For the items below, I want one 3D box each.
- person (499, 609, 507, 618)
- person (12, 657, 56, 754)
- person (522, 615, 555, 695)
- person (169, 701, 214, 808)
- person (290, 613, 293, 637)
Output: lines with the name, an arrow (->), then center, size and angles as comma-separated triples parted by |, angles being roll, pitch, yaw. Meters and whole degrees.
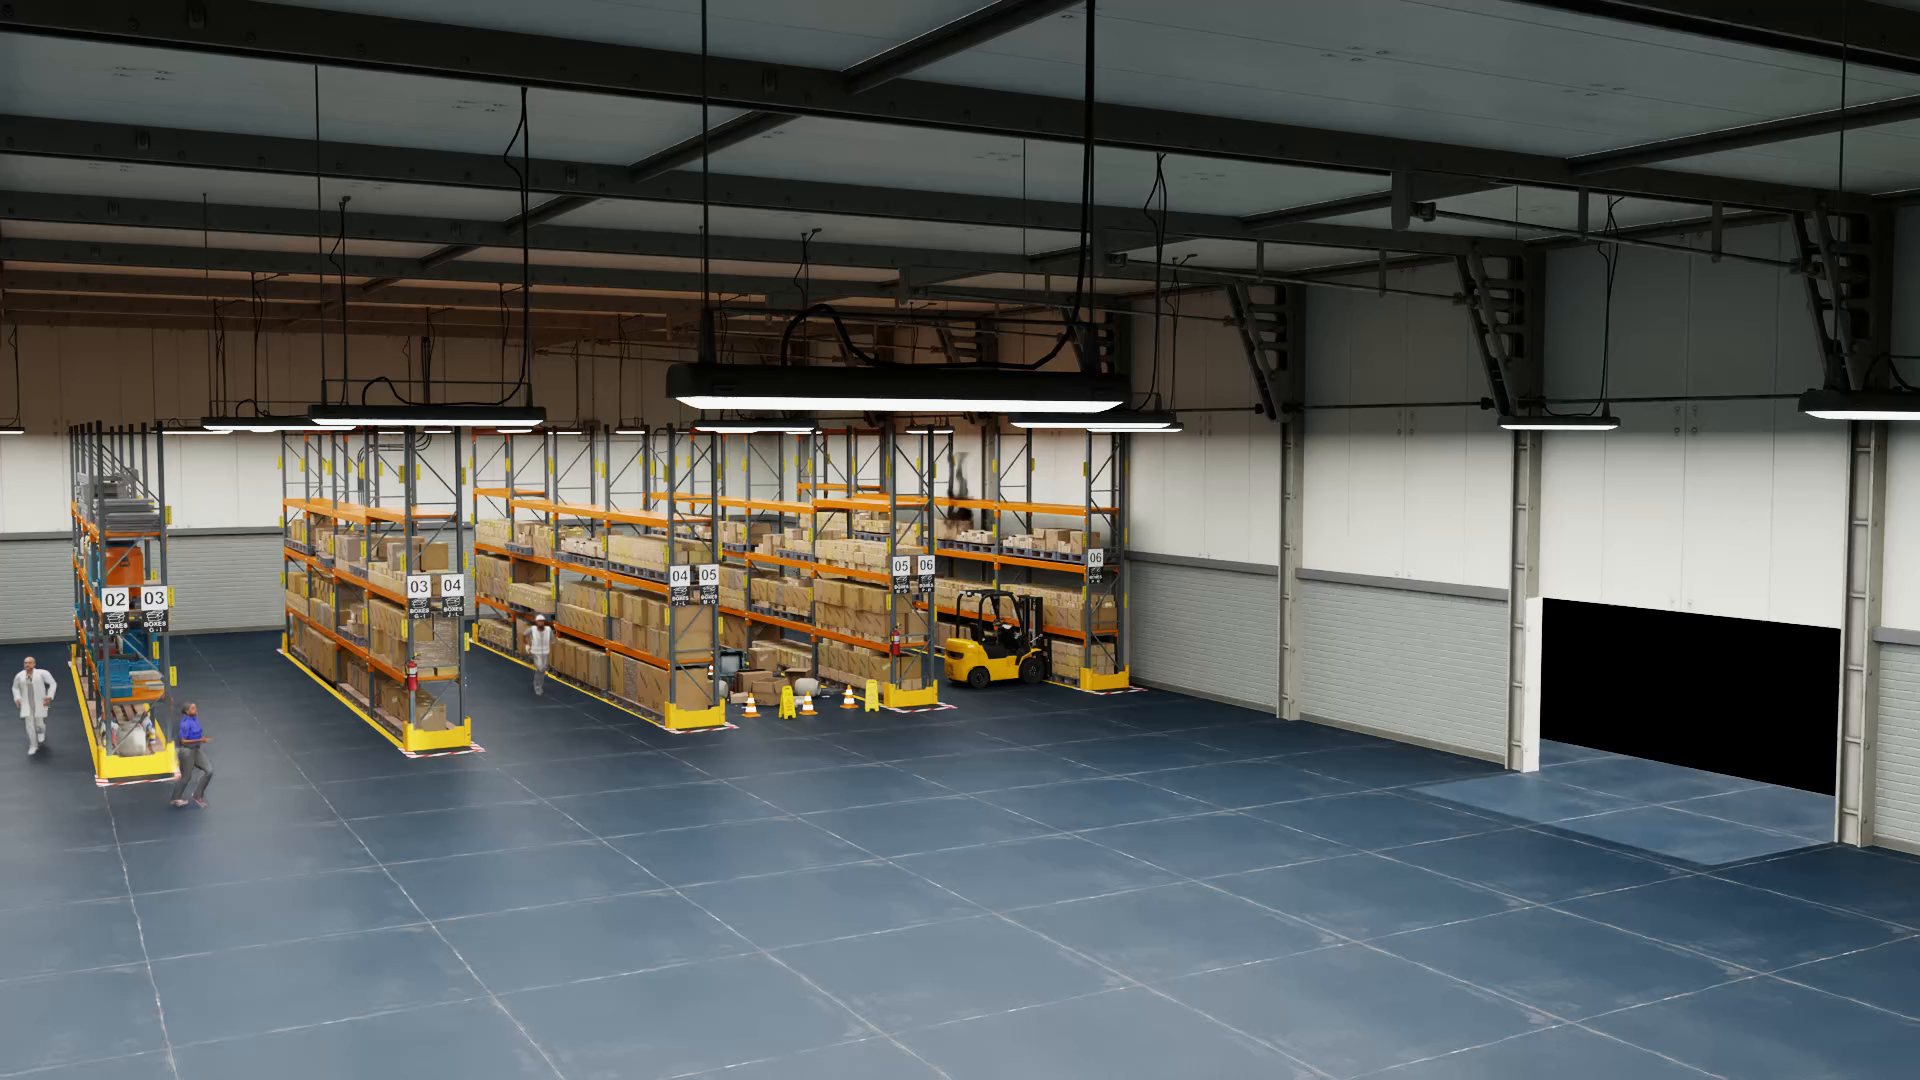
person -> -13.423, 1.810, 49.199 | 0.655, 1.803, 0.777 | 2, 4, 23
person -> -16.854, 3.033, 30.295 | 0.725, 1.680, 0.708 | -1, 4, -15
person -> -9.340, 2.565, 37.024 | 0.676, 1.813, 0.795 | -2, 4, -33
person -> -11.840, 3.325, 25.629 | 0.718, 1.693, 0.550 | 0, 4, 4
person -> -18.048, 2.076, 45.308 | 0.787, 1.762, 0.664 | -2, 4, -25
